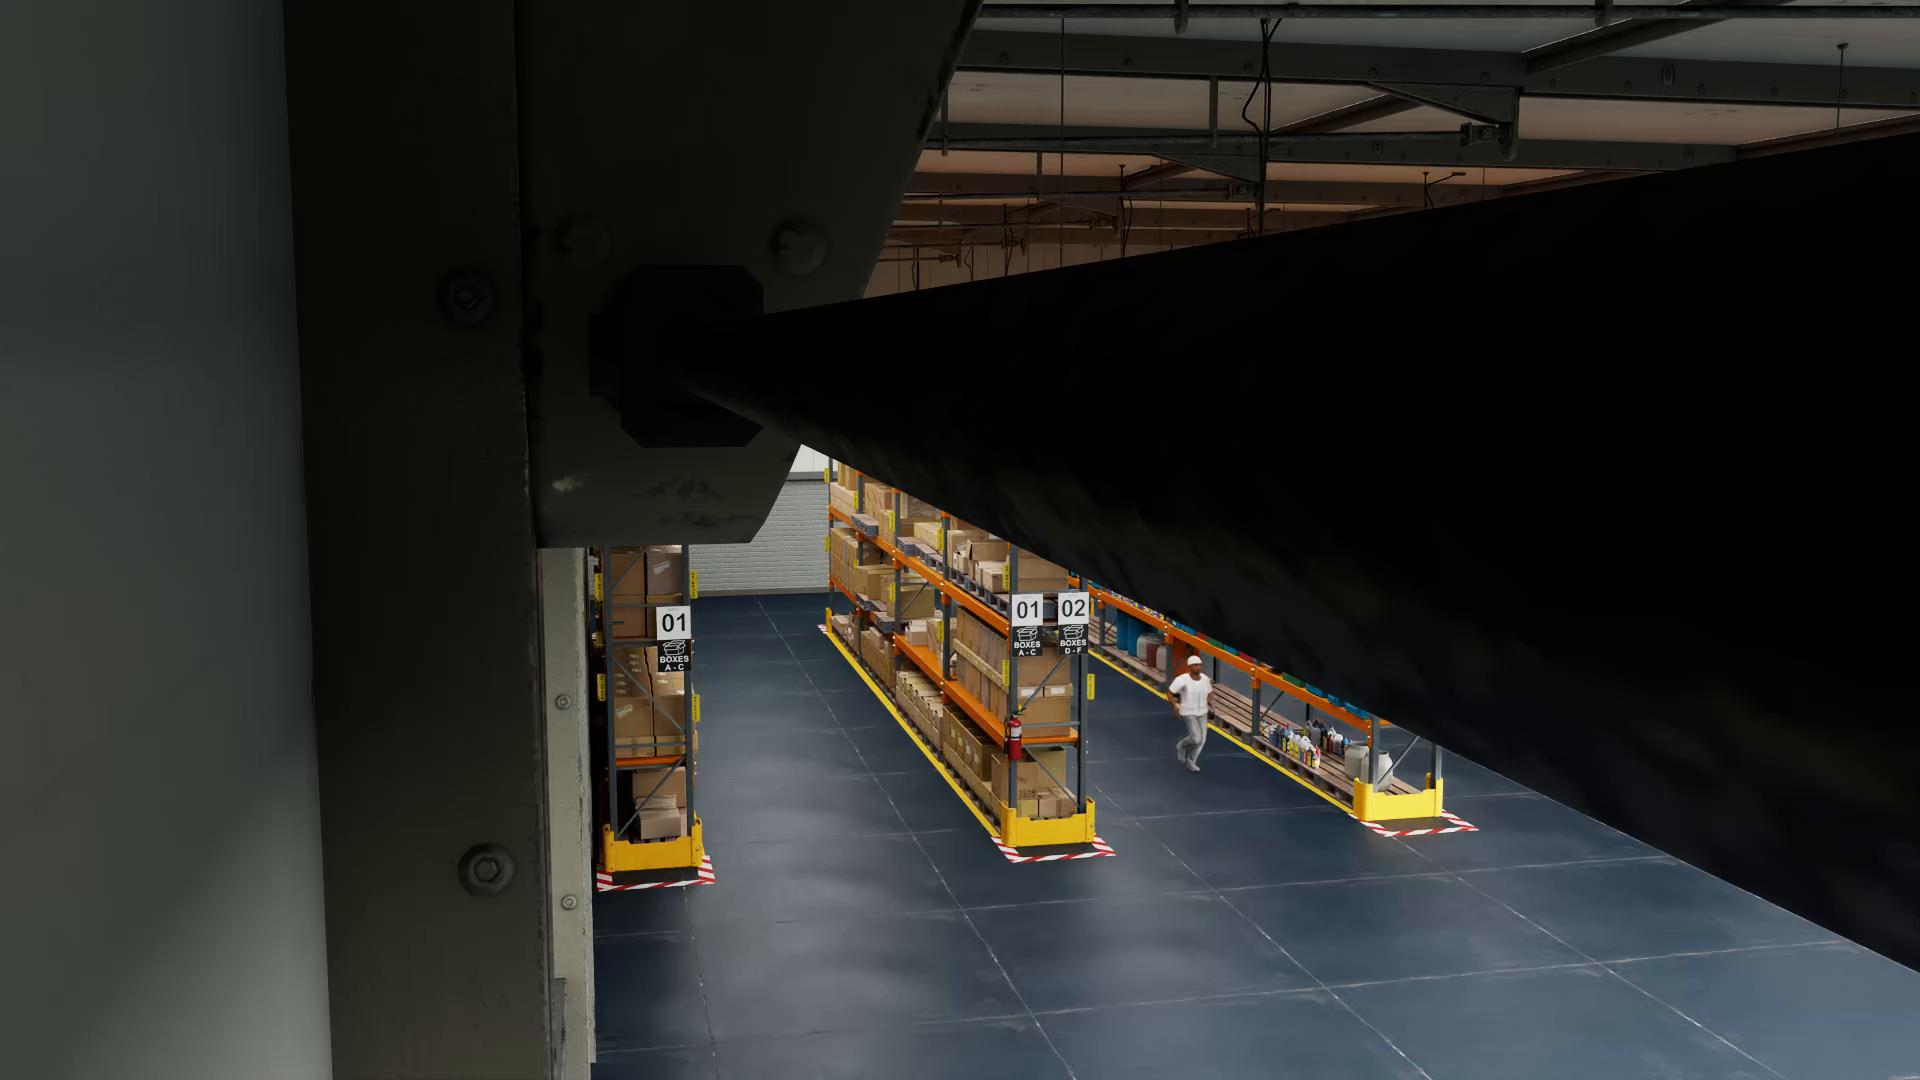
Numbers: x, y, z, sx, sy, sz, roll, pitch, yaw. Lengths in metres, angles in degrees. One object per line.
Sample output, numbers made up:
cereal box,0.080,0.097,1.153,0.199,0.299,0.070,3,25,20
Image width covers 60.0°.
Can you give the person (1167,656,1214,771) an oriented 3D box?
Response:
person,3.468,2.565,24.557,0.698,1.720,0.576,-3,7,-24
